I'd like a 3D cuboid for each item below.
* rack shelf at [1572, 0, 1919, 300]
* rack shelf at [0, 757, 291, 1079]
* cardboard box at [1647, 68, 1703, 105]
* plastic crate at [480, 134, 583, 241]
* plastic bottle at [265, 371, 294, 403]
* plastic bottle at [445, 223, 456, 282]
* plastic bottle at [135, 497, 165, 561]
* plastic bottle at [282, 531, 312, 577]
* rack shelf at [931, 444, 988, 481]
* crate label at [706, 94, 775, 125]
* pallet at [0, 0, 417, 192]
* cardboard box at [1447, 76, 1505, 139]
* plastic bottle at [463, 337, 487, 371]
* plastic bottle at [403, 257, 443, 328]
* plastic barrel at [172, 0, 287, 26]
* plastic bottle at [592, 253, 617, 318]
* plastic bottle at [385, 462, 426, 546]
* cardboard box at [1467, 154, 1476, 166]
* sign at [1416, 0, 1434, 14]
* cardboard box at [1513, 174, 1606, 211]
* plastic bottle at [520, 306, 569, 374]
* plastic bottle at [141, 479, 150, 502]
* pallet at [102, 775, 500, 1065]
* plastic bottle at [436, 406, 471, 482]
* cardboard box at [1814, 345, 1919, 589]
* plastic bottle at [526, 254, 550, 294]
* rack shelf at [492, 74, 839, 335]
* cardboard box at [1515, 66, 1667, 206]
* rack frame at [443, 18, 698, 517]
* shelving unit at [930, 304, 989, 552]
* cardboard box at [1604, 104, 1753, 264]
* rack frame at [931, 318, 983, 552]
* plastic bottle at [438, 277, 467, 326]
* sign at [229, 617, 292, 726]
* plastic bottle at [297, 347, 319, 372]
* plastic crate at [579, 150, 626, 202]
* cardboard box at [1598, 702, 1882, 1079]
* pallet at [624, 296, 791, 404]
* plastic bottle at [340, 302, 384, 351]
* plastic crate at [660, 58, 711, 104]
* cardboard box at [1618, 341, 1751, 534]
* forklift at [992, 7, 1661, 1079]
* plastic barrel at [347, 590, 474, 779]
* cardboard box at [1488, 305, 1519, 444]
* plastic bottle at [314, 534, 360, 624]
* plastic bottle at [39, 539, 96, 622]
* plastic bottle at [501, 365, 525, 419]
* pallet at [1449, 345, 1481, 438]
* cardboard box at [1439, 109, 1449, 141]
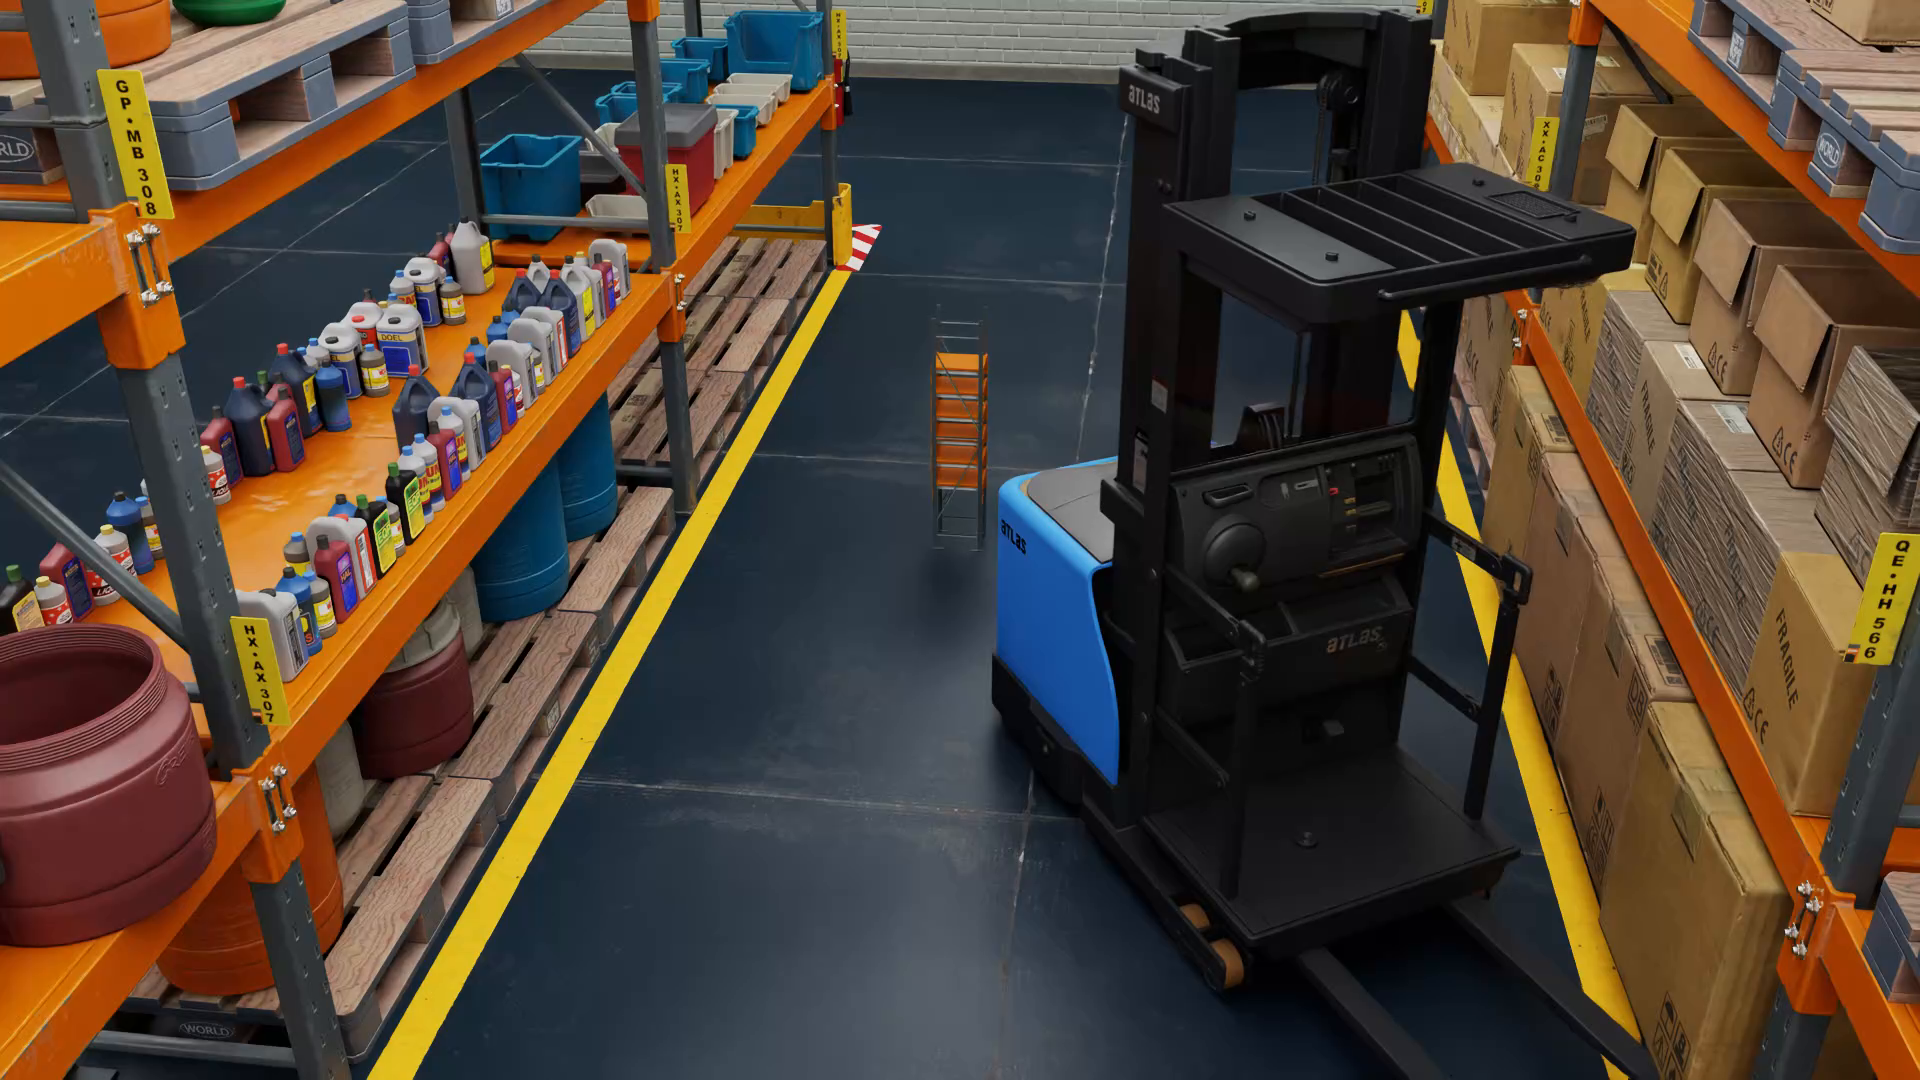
[{"bbox_3d":[2.813,-1.273,5.047,1.077,0.370,4.000,3,28,6],"label":"rack shelf"},{"bbox_3d":[-2.592,1.642,2.798,1.077,0.370,4.000,3,28,6],"label":"rack shelf"},{"bbox_3d":[3.371,-1.817,7.513,0.500,0.500,0.500,3,28,6],"label":"cardboard box"},{"bbox_3d":[-2.138,-1.758,8.304,0.392,0.384,0.575,3,28,6],"label":"plastic crate"},{"bbox_3d":[-2.482,-0.464,6.072,0.061,0.283,0.133,3,28,6],"label":"plastic bottle"},{"bbox_3d":[-2.325,-1.300,7.623,0.061,0.283,0.133,3,28,6],"label":"plastic bottle"},{"bbox_3d":[-2.625,-0.043,5.377,0.097,0.201,0.097,0,28,0],"label":"plastic bottle"},{"bbox_3d":[-2.043,0.070,5.166,0.097,0.201,0.097,0,28,0],"label":"plastic bottle"},{"bbox_3d":[-0.002,-0.377,8.031,0.258,0.103,0.180,3,28,6],"label":"rack shelf"},{"bbox_3d":[-1.347,-2.630,10.183,0.396,0.136,0.243,3,28,6],"label":"crate label"},{"bbox_3d":[-2.156,-1.208,4.366,1.003,0.211,1.213,3,28,6],"label":"pallet"},{"bbox_3d":[3.100,-2.467,9.511,0.500,0.250,0.500,2,28,4],"label":"cardboard box"},{"bbox_3d":[-1.862,-0.654,6.438,0.097,0.271,0.097,0,28,0],"label":"plastic bottle"},{"bbox_3d":[-2.337,-1.076,7.216,0.152,0.276,0.135,3,28,6],"label":"plastic bottle"},{"bbox_3d":[-1.989,-1.538,4.501,0.294,0.245,0.294,0,28,0],"label":"plastic barrel"},{"bbox_3d":[-1.568,-1.132,7.311,0.061,0.283,0.133,3,28,6],"label":"plastic bottle"},{"bbox_3d":[-1.827,-0.136,5.463,0.061,0.283,0.133,3,28,6],"label":"plastic bottle"},{"bbox_3d":[2.960,-1.988,9.042,0.380,0.149,0.250,4,29,7],"label":"cardboard box"},{"bbox_3d":[2.999,-3.545,10.671,0.100,0.325,0.005,3,28,6],"label":"sign"},{"bbox_3d":[2.852,-1.499,7.714,0.500,0.250,0.500,3,28,5],"label":"cardboard box"},{"bbox_3d":[-1.691,-0.831,6.760,0.152,0.276,0.135,3,28,6],"label":"plastic bottle"},{"bbox_3d":[-2.613,-0.120,5.445,0.097,0.271,0.097,0,28,0],"label":"plastic bottle"},{"bbox_3d":[-2.292,1.238,5.729,1.003,0.211,1.213,3,28,6],"label":"pallet"},{"bbox_3d":[-1.790,-0.341,5.856,0.097,0.271,0.097,0,28,0],"label":"plastic bottle"},{"bbox_3d":[2.674,-0.157,4.216,0.797,0.503,0.637,4,29,8],"label":"cardboard box"},{"bbox_3d":[-1.788,-1.034,7.058,0.144,0.351,0.185,3,28,6],"label":"plastic bottle"},{"bbox_3d":[-1.612,-2.124,9.788,1.077,0.370,4.000,3,28,6],"label":"rack shelf"},{"bbox_3d":[2.849,-1.838,7.553,0.500,0.500,0.500,4,29,8],"label":"cardboard box"},{"bbox_3d":[-1.857,-1.499,7.869,1.000,3.000,0.127,3,28,6],"label":"rack frame"},{"bbox_3d":[-0.002,-0.521,7.953,0.258,1.200,0.189,3,28,6],"label":"shelving unit"},{"bbox_3d":[2.988,-1.395,6.515,0.797,0.503,0.637,3,28,5],"label":"cardboard box"},{"bbox_3d":[-0.013,-0.478,7.873,0.240,1.200,0.006,3,28,6],"label":"rack frame"},{"bbox_3d":[-2.211,-1.045,7.236,0.097,0.201,0.097,0,28,0],"label":"plastic bottle"},{"bbox_3d":[-1.800,0.341,4.283,0.100,0.325,0.005,3,28,6],"label":"sign"},{"bbox_3d":[-2.487,-0.603,6.342,0.097,0.271,0.097,0,28,0],"label":"plastic bottle"},{"bbox_3d":[-1.987,-1.947,8.927,0.437,0.125,0.590,3,28,6],"label":"plastic crate"},{"bbox_3d":[2.674,1.099,4.845,1.225,0.875,0.875,2,28,4],"label":"cardboard box"},{"bbox_3d":[-1.658,-1.195,10.246,1.003,0.211,1.213,3,28,6],"label":"pallet"},{"bbox_3d":[-2.405,-0.813,6.727,0.152,0.276,0.135,3,28,6],"label":"plastic bottle"},{"bbox_3d":[-1.805,-2.927,10.634,0.416,0.233,0.300,3,28,6],"label":"plastic crate"},{"bbox_3d":[2.574,-0.337,5.608,0.500,0.500,0.500,4,29,7],"label":"cardboard box"},{"bbox_3d":[1.202,-0.040,5.234,1.130,2.935,3.031,-12,31,-21],"label":"forklift"},{"bbox_3d":[-2.166,0.498,6.263,0.600,0.588,0.708,3,28,6],"label":"plastic barrel"},{"bbox_3d":[3.219,-0.766,8.308,0.875,0.875,0.875,3,28,6],"label":"cardboard box"},{"bbox_3d":[-1.888,0.098,5.028,0.061,0.283,0.133,3,28,6],"label":"plastic bottle"},{"bbox_3d":[-2.693,0.112,5.003,0.061,0.283,0.133,3,28,6],"label":"plastic bottle"},{"bbox_3d":[-1.723,-0.569,6.353,0.097,0.201,0.097,0,28,0],"label":"plastic bottle"},{"bbox_3d":[3.376,-0.913,9.721,1.003,0.211,1.213,3,28,6],"label":"pallet"},{"bbox_3d":[3.086,-2.471,9.939,0.380,0.149,0.250,3,28,5],"label":"cardboard box"}]
